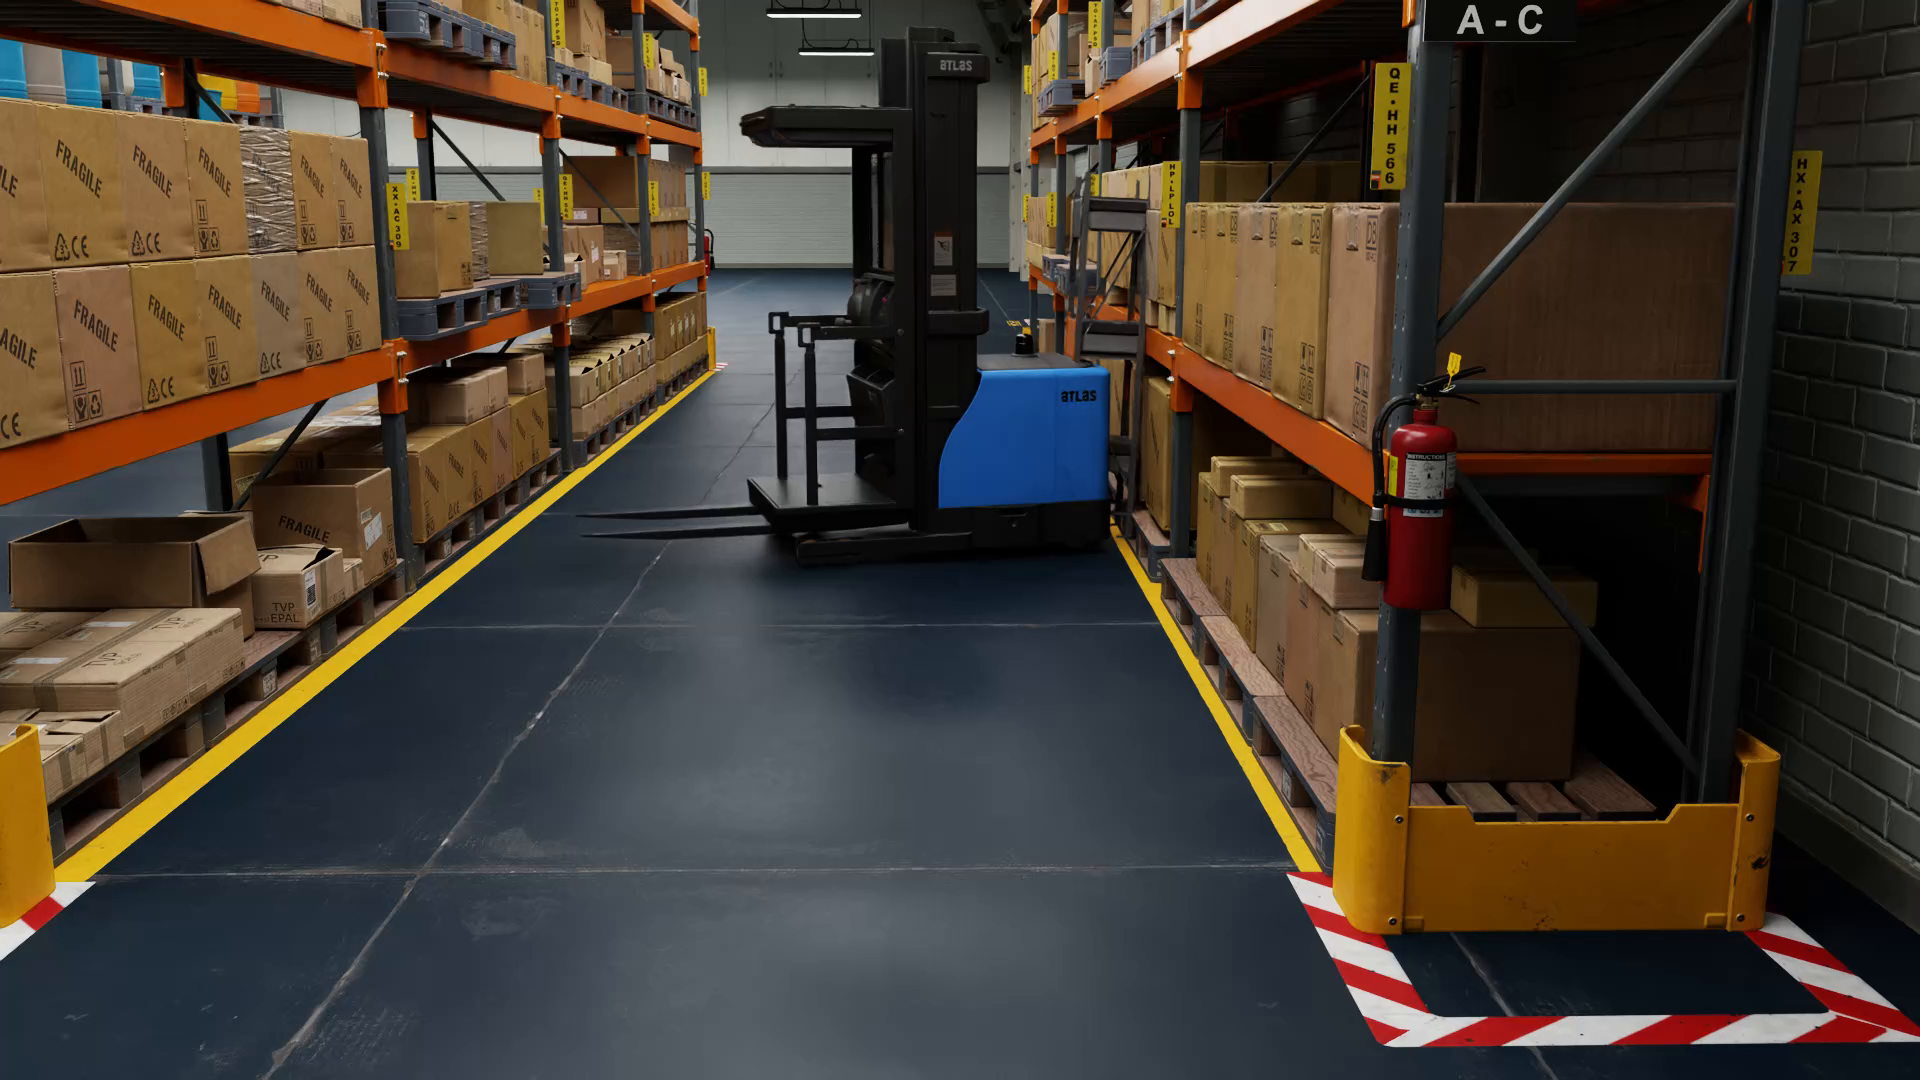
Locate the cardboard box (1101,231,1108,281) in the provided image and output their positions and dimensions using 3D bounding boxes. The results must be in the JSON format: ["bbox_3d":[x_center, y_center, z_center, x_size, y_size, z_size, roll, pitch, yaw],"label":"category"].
[{"bbox_3d":[1.276,-2.108,11.855,0.500,0.500,0.500,0,11,1],"label":"cardboard box"}]

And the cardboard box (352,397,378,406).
[{"bbox_3d":[-3.685,-0.675,11.022,0.500,0.500,0.500,0,11,-2],"label":"cardboard box"}]

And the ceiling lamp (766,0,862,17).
[{"bbox_3d":[-3.075,-12.620,34.953,2.000,3.185,0.800,0,11,-1],"label":"ceiling lamp"}]

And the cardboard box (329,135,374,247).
[{"bbox_3d":[-3.079,-1.624,7.755,0.500,0.500,0.500,0,11,-1],"label":"cardboard box"}]

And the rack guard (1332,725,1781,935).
[{"bbox_3d":[1.688,0.819,4.764,1.175,0.500,0.348,0,11,-1],"label":"rack guard"}]

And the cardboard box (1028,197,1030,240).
[{"bbox_3d":[1.066,-3.799,19.681,0.500,0.500,0.500,0,11,-1],"label":"cardboard box"}]

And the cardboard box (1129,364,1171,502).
[{"bbox_3d":[1.440,-0.663,10.135,0.750,0.750,0.750,0,11,1],"label":"cardboard box"}]

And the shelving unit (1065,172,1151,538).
[{"bbox_3d":[0.853,-1.095,9.892,0.431,2.100,0.503,2,9,-3],"label":"shelving unit"}]

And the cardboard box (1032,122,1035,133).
[{"bbox_3d":[1.113,-5.053,19.573,0.500,0.500,0.500,0,11,0],"label":"cardboard box"}]

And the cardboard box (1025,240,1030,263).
[{"bbox_3d":[1.049,-3.429,19.745,0.500,0.250,0.500,-1,11,-3],"label":"cardboard box"}]

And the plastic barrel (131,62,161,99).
[{"bbox_3d":[-8.379,-4.875,16.684,0.600,0.901,0.708,0,11,-1],"label":"plastic barrel"}]

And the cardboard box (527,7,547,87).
[{"bbox_3d":[-3.388,-3.412,11.539,0.910,0.500,0.500,0,11,-1],"label":"cardboard box"}]

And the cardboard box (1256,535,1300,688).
[{"bbox_3d":[1.551,0.270,6.413,0.700,0.500,0.500,-1,11,-3],"label":"cardboard box"}]

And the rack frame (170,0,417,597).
[{"bbox_3d":[-3.348,-1.185,8.354,1.000,3.000,0.127,0,11,-1],"label":"rack frame"}]

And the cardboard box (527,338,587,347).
[{"bbox_3d":[-3.749,-1.725,15.468,0.500,0.311,0.500,0,11,-2],"label":"cardboard box"}]

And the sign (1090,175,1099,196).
[{"bbox_3d":[0.979,-2.525,12.250,0.100,0.325,0.005,0,11,-1],"label":"sign"}]

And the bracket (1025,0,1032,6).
[{"bbox_3d":[1.518,-11.654,35.817,0.235,0.232,0.430,0,11,-1],"label":"bracket"}]

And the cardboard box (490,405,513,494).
[{"bbox_3d":[-3.149,-0.578,10.546,0.500,0.500,0.500,-1,11,-3],"label":"cardboard box"}]

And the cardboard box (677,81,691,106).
[{"bbox_3d":[-3.309,-5.013,18.650,0.500,0.250,0.500,0,11,-1],"label":"cardboard box"}]

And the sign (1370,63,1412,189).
[{"bbox_3d":[1.144,-1.095,4.403,0.100,0.325,0.005,0,11,-1],"label":"sign"}]

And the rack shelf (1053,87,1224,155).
[{"bbox_3d":[1.480,-3.516,14.111,1.077,0.370,4.000,0,11,-1],"label":"rack shelf"}]

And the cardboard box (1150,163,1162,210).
[{"bbox_3d":[1.338,-1.971,9.296,0.500,0.250,0.500,0,11,0],"label":"cardboard box"}]

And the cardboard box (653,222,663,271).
[{"bbox_3d":[-3.553,-3.117,17.626,0.700,0.500,0.500,0,11,0],"label":"cardboard box"}]

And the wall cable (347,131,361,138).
[{"bbox_3d":[-19.124,-14.523,50.460,2.305,6.003,0.169,0,11,-1],"label":"wall cable"}]

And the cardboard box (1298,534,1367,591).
[{"bbox_3d":[1.382,0.076,5.738,0.380,0.149,0.250,0,11,0],"label":"cardboard box"}]

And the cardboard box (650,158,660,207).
[{"bbox_3d":[-3.550,-3.748,17.474,0.700,0.500,0.500,0,11,-1],"label":"cardboard box"}]

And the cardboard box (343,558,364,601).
[{"bbox_3d":[-2.985,0.183,7.675,0.380,0.149,0.250,0,11,-1],"label":"cardboard box"}]

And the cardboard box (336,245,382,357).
[{"bbox_3d":[-3.081,-1.135,7.860,0.500,0.500,0.500,0,11,0],"label":"cardboard box"}]

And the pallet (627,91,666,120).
[{"bbox_3d":[-3.557,-4.371,16.739,1.003,0.211,1.213,0,11,-1],"label":"pallet"}]

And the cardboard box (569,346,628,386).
[{"bbox_3d":[-3.187,-1.526,14.487,0.500,0.311,0.500,0,11,-2],"label":"cardboard box"}]

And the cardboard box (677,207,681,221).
[{"bbox_3d":[-3.382,-3.709,18.914,0.380,0.149,0.250,0,11,0],"label":"cardboard box"}]

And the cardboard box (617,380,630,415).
[{"bbox_3d":[-3.186,-1.249,14.529,0.500,0.250,0.500,0,11,0],"label":"cardboard box"}]

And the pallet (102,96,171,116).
[{"bbox_3d":[-8.578,-4.276,16.522,1.213,0.211,1.003,0,11,-1],"label":"pallet"}]

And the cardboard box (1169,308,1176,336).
[{"bbox_3d":[1.314,-1.159,8.807,0.380,0.149,0.250,0,11,-1],"label":"cardboard box"}]

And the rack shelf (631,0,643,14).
[{"bbox_3d":[-3.472,-4.769,13.748,1.077,0.370,4.000,0,11,-1],"label":"rack shelf"}]

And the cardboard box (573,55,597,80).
[{"bbox_3d":[-3.496,-4.146,14.726,0.500,0.250,0.500,-1,12,-7],"label":"cardboard box"}]

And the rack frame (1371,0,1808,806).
[{"bbox_3d":[1.687,-0.411,4.539,1.000,3.000,0.127,0,11,-1],"label":"rack frame"}]

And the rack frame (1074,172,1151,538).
[{"bbox_3d":[0.863,-1.056,9.652,0.400,2.100,0.015,2,9,-3],"label":"rack frame"}]

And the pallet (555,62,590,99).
[{"bbox_3d":[-3.534,-3.492,12.657,1.213,0.211,1.003,0,11,1],"label":"pallet"}]

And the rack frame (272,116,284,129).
[{"bbox_3d":[-8.548,-3.550,20.016,1.000,3.000,0.127,0,11,-1],"label":"rack frame"}]

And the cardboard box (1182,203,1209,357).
[{"bbox_3d":[1.599,-1.245,7.897,0.980,0.700,0.700,0,11,0],"label":"cardboard box"}]

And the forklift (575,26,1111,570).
[{"bbox_3d":[-0.695,-1.386,9.520,3.031,2.935,1.130,-3,12,-15],"label":"forklift"}]

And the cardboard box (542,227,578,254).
[{"bbox_3d":[-3.482,-2.362,13.908,0.500,0.500,0.500,-1,11,-4],"label":"cardboard box"}]

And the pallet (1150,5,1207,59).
[{"bbox_3d":[1.536,-2.764,9.076,0.805,0.209,1.217,-1,11,-3],"label":"pallet"}]

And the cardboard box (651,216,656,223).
[{"bbox_3d":[-3.344,-3.349,17.141,0.380,0.149,0.250,0,11,-2],"label":"cardboard box"}]

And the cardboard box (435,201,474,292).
[{"bbox_3d":[-3.212,-1.671,9.444,0.700,0.500,0.500,2,12,8],"label":"cardboard box"}]

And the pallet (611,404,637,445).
[{"bbox_3d":[-3.431,-1.019,14.551,1.003,0.211,1.213,0,11,-1],"label":"pallet"}]

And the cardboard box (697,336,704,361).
[{"bbox_3d":[-3.267,-2.224,19.335,0.500,0.250,0.500,0,11,-1],"label":"cardboard box"}]

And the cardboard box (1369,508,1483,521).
[{"bbox_3d":[1.753,-0.025,6.238,0.380,0.149,0.250,0,11,0],"label":"cardboard box"}]

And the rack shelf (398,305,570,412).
[{"bbox_3d":[-3.389,-1.230,10.386,1.077,0.370,4.000,0,11,-1],"label":"rack shelf"}]

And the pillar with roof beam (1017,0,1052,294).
[{"bbox_3d":[-2.440,-9.956,36.501,9.100,9.000,0.548,0,11,-1],"label":"pillar with roof beam"}]

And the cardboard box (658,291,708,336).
[{"bbox_3d":[-3.287,-2.690,19.750,0.500,0.500,0.500,0,11,-1],"label":"cardboard box"}]

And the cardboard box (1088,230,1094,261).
[{"bbox_3d":[1.454,-2.607,14.005,0.700,0.500,0.500,0,11,-1],"label":"cardboard box"}]

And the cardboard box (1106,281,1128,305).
[{"bbox_3d":[1.214,-1.718,11.564,0.380,0.149,0.250,0,11,1],"label":"cardboard box"}]
